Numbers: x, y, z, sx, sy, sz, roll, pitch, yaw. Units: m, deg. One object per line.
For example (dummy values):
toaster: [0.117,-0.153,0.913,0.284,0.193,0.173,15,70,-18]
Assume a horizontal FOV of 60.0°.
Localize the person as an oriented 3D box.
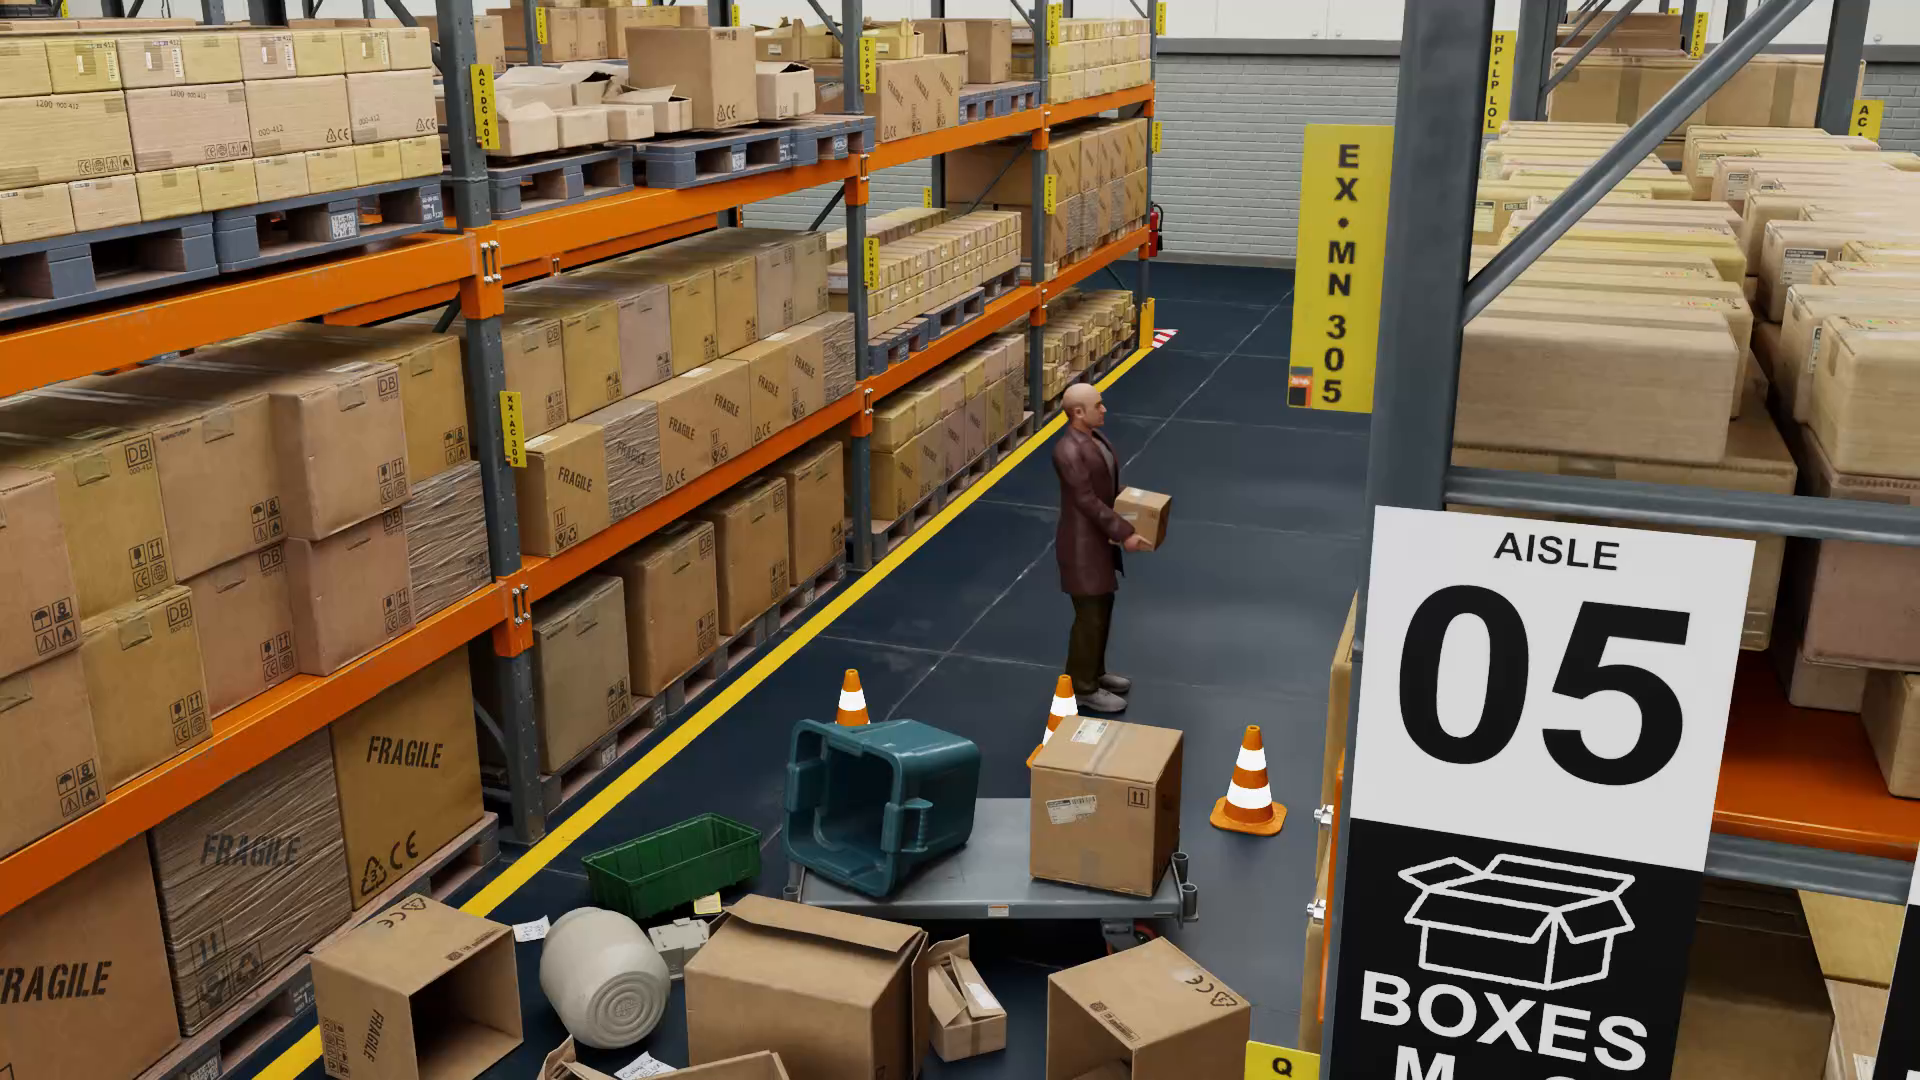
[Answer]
person: [0.794,0.040,8.973,0.558,1.773,0.528,7,19,19]
